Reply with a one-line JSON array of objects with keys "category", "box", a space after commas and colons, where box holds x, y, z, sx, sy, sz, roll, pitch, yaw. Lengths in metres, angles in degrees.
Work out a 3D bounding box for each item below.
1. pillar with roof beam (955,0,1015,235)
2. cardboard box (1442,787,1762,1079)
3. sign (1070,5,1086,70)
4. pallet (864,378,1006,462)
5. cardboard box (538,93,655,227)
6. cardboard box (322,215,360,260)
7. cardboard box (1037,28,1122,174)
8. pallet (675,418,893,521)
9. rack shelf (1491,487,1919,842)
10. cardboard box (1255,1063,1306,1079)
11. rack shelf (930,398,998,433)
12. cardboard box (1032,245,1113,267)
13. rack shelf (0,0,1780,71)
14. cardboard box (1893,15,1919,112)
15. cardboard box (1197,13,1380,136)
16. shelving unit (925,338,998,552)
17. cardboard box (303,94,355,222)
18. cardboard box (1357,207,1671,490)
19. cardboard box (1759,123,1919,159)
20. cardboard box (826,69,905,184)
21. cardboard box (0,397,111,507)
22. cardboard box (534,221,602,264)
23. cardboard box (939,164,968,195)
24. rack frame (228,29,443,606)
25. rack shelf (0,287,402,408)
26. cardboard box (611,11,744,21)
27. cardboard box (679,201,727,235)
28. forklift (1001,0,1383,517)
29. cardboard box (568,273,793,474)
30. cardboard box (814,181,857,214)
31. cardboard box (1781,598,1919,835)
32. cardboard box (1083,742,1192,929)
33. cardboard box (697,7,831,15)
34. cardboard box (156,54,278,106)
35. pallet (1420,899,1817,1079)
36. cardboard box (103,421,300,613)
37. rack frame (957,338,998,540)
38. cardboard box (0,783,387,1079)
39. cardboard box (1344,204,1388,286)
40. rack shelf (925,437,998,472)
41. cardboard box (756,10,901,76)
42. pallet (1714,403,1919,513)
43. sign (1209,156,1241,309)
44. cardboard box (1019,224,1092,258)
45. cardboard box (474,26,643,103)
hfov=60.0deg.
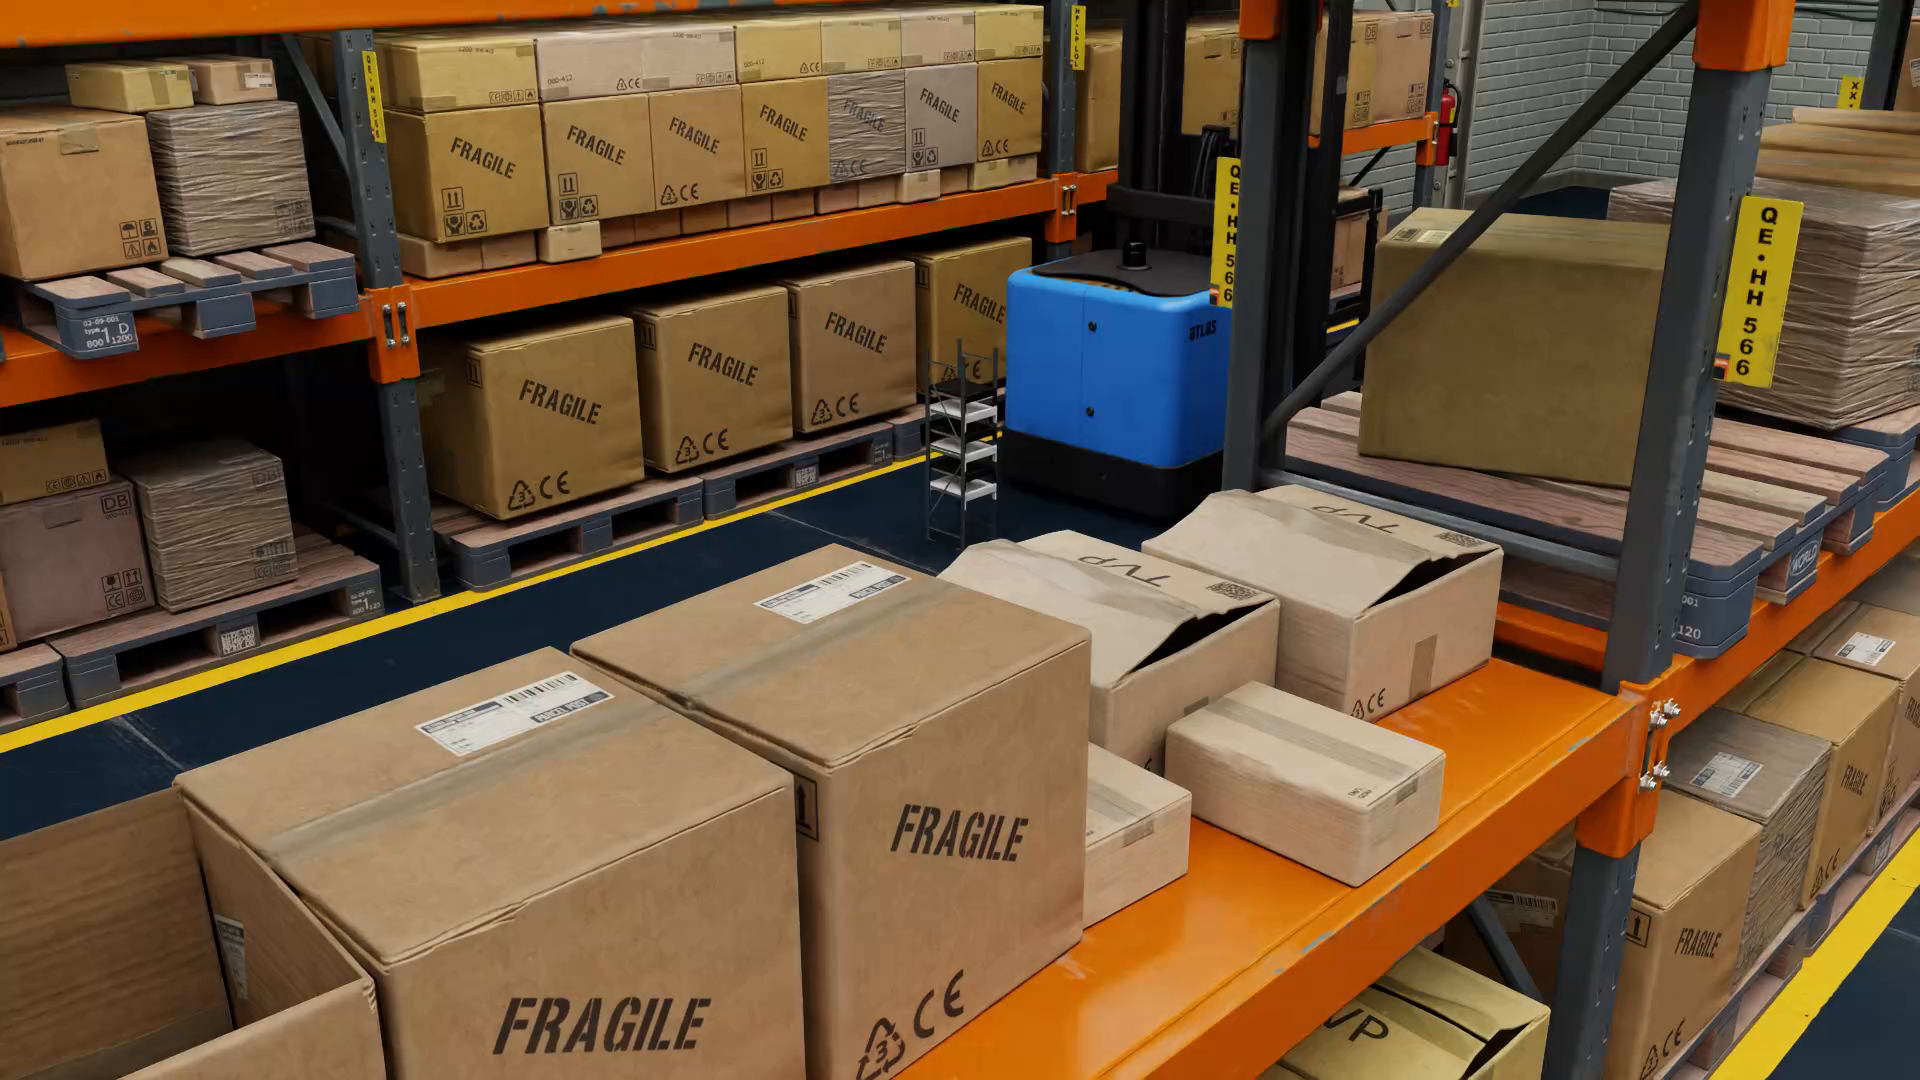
[{"category": "pillar with roof beam", "box": [3.181, -4.414, 6.516, 9.100, 9.000, 0.400, 19, 28, 41]}, {"category": "cardboard box", "box": [1.511, 0.888, 3.954, 0.500, 0.500, 0.500, -19, 28, -40]}, {"category": "sign", "box": [0.623, -2.665, 8.824, 0.100, 0.325, 0.005, 19, 28, 41]}, {"category": "pallet", "box": [-0.257, -0.776, 9.300, 1.003, 0.211, 1.213, 19, 28, 41]}, {"category": "cardboard box", "box": [-1.669, -1.655, 7.117, 0.500, 0.500, 0.500, -19, 28, -40]}, {"category": "cardboard box", "box": [-2.519, -1.307, 7.115, 0.250, 0.149, 0.380, -20, 28, -41]}, {"category": "cardboard box", "box": [0.618, -2.570, 9.663, 0.700, 0.700, 0.980, -20, 28, -41]}, {"category": "pallet", "box": [-1.108, -0.461, 8.480, 1.003, 0.211, 1.213, 19, 28, 41]}, {"category": "rack shelf", "box": [2.384, -0.206, 4.933, 1.077, 0.370, 4.000, 19, 28, 41]}, {"category": "cardboard box", "box": [0.442, 1.129, 2.921, 0.500, 0.311, 0.500, 19, 28, 40]}, {"category": "rack shelf", "box": [0.006, -0.559, 7.366, 0.258, 0.077, 0.200, 19, 28, 41]}, {"category": "cardboard box", "box": [0.823, -1.491, 10.171, 0.700, 0.500, 0.500, 20, 29, 41]}, {"category": "rack shelf", "box": [-0.406, -0.578, 1.719, 1.077, 0.370, 4.000, 19, 28, 41]}, {"category": "cardboard box", "box": [3.947, -1.764, 6.451, 0.500, 0.500, 0.500, 19, 28, 41]}, {"category": "cardboard box", "box": [2.170, -3.140, 11.144, 0.980, 0.700, 0.700, 19, 28, 40]}, {"category": "shelving unit", "box": [0.006, -0.422, 7.419, 0.258, 0.900, 0.210, 19, 28, 41]}, {"category": "cardboard box", "box": [-2.422, -1.649, 7.102, 0.500, 0.500, 0.500, 19, 28, 41]}, {"category": "cardboard box", "box": [1.347, -0.461, 3.867, 0.700, 0.500, 0.500, 9, 23, 23]}, {"category": "cardboard box", "box": [2.854, -1.040, 5.376, 0.500, 0.500, 0.700, -15, 26, -34]}, {"category": "cardboard box", "box": [-0.619, -2.047, 8.139, 0.500, 0.500, 0.500, 19, 28, 41]}, {"category": "cardboard box", "box": [-3.470, -0.326, 6.068, 0.500, 0.250, 0.500, -20, 28, -41]}, {"category": "cardboard box", "box": [-1.739, -1.295, 7.086, 0.250, 0.149, 0.380, -19, 28, -40]}, {"category": "cardboard box", "box": [-0.178, -1.903, 8.667, 0.250, 0.149, 0.380, -19, 28, -40]}, {"category": "rack frame", "box": [-2.563, -1.267, 6.689, 1.000, 3.000, 0.127, 19, 28, 41]}, {"category": "rack shelf", "box": [-3.958, -0.417, 5.481, 1.077, 0.370, 4.000, 19, 28, 41]}, {"category": "cardboard box", "box": [-1.353, -2.387, 7.978, 0.500, 0.250, 0.500, 18, 28, 39]}, {"category": "cardboard box", "box": [-1.290, -1.523, 7.679, 0.250, 0.149, 0.380, -20, 28, -41]}, {"category": "forklift", "box": [1.556, -1.920, 8.485, 1.130, 2.935, 3.031, 17, 27, 38]}, {"category": "cardboard box", "box": [-1.340, -0.839, 7.988, 0.750, 0.750, 0.750, 19, 28, 40]}, {"category": "cardboard box", "box": [-0.723, -1.714, 8.174, 0.380, 0.149, 0.250, 18, 28, 39]}, {"category": "cardboard box", "box": [2.586, 0.489, 4.992, 0.500, 0.500, 0.500, 18, 27, 39]}, {"category": "cardboard box", "box": [0.140, 0.431, 2.622, 0.250, 0.149, 0.380, -18, 27, -38]}, {"category": "cardboard box", "box": [-0.986, -2.520, 8.324, 0.500, 0.250, 0.500, 18, 27, 39]}, {"category": "cardboard box", "box": [-2.782, -1.725, 6.226, 0.380, 0.149, 0.250, 15, 26, 34]}, {"category": "pallet", "box": [1.537, 1.091, 4.441, 1.003, 0.211, 1.213, 19, 28, 41]}, {"category": "cardboard box", "box": [-3.028, -0.107, 6.543, 0.500, 0.500, 0.700, -20, 29, -41]}, {"category": "rack frame", "box": [0.077, -0.448, 7.487, 0.240, 0.900, 0.006, 19, 28, 41]}, {"category": "cardboard box", "box": [-0.887, 0.625, 1.628, 0.500, 0.500, 0.500, -18, 27, -38]}, {"category": "cardboard box", "box": [2.601, -2.147, 11.879, 0.700, 0.500, 0.500, 19, 28, 41]}, {"category": "rack shelf", "box": [0.006, -0.391, 7.430, 0.258, 0.077, 0.200, 19, 28, 41]}, {"category": "cardboard box", "box": [-0.634, -2.396, 7.999, 0.500, 0.250, 0.500, -19, 28, -41]}, {"category": "pallet", "box": [2.342, -0.439, 4.804, 1.003, 0.211, 1.213, 19, 28, 41]}, {"category": "sign", "box": [0.594, -0.665, 3.620, 0.100, 0.325, 0.005, 19, 28, 41]}, {"category": "cardboard box", "box": [0.579, -1.806, 10.087, 0.380, 0.149, 0.250, 19, 28, 40]}, {"category": "cardboard box", "box": [-1.687, -2.002, 6.975, 0.500, 0.250, 0.500, 19, 28, 40]}]
